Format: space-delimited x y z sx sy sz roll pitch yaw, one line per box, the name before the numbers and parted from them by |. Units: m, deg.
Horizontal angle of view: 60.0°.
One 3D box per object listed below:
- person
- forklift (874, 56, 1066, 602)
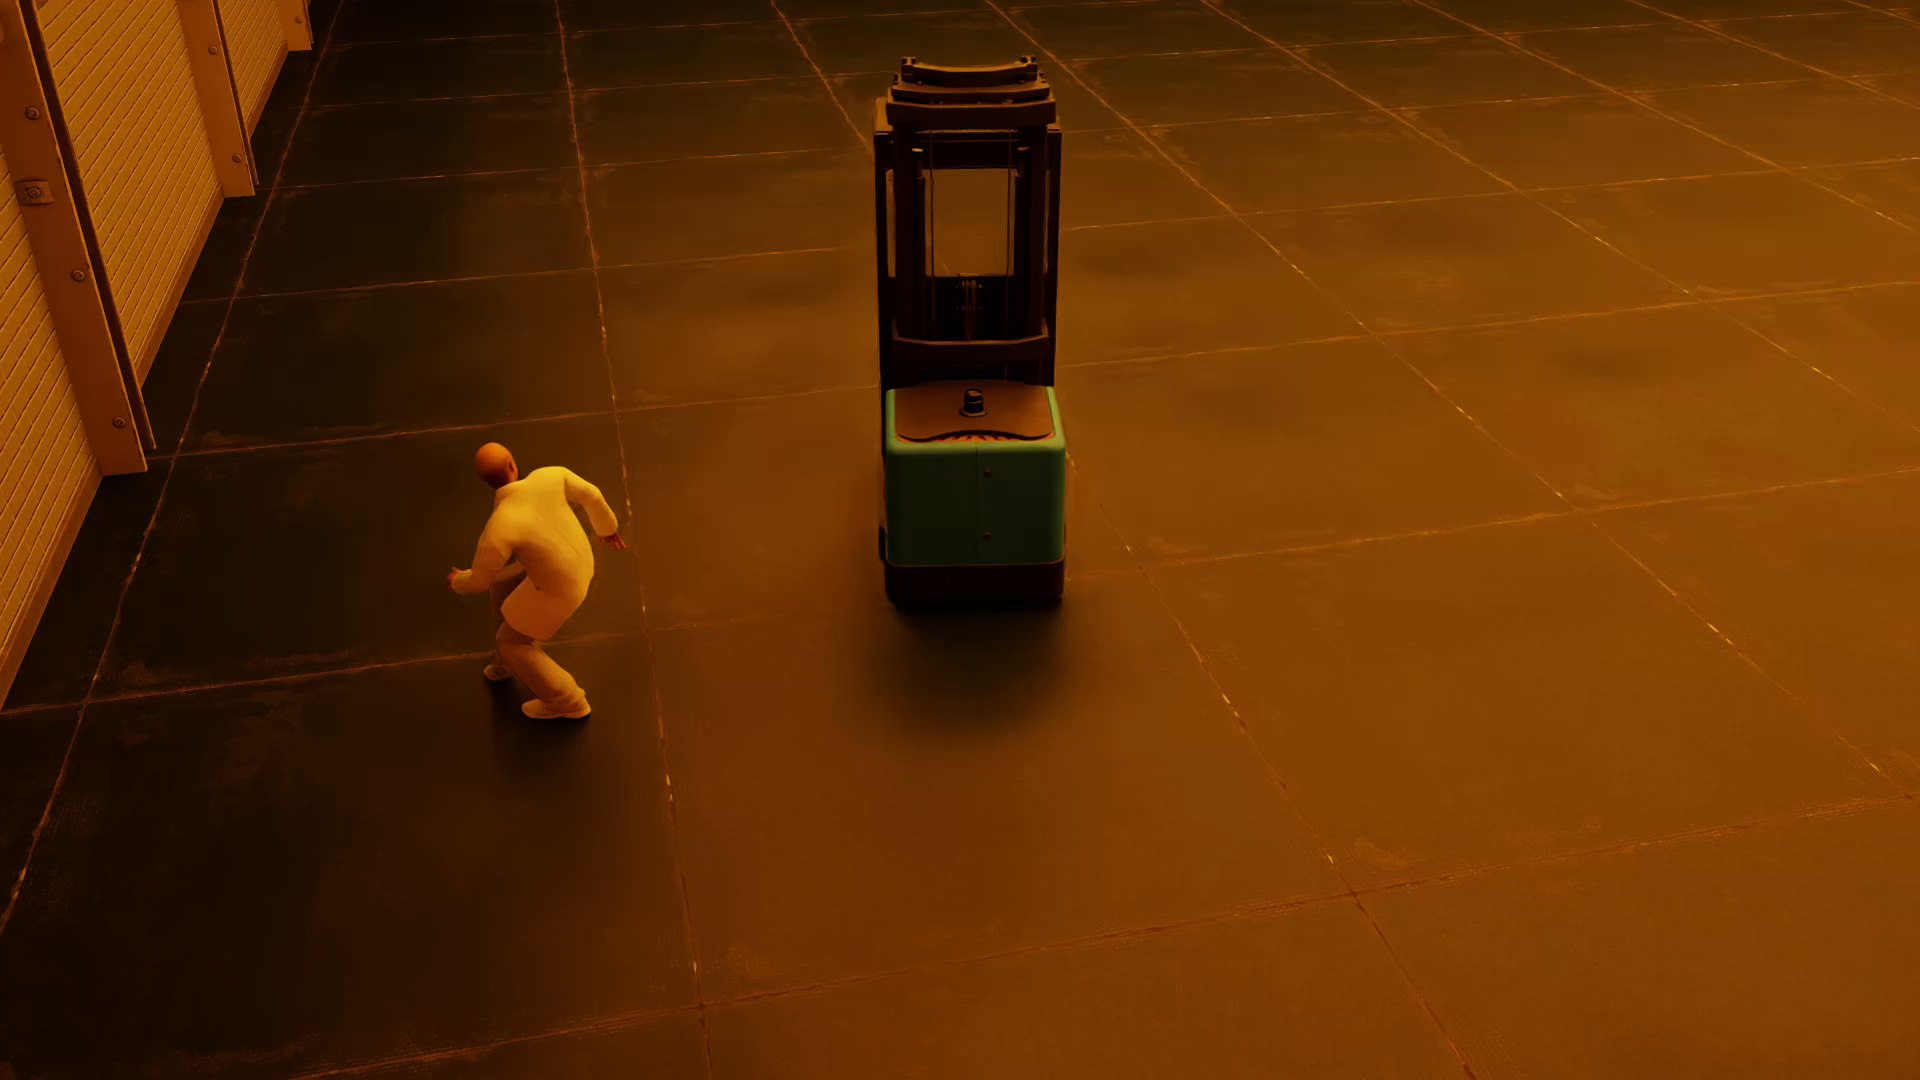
person | -2.273 0.152 8.701 0.796 1.576 0.808 8 31 13
forklift | 0.035 -1.611 10.357 1.130 2.935 3.031 -1 30 -2
